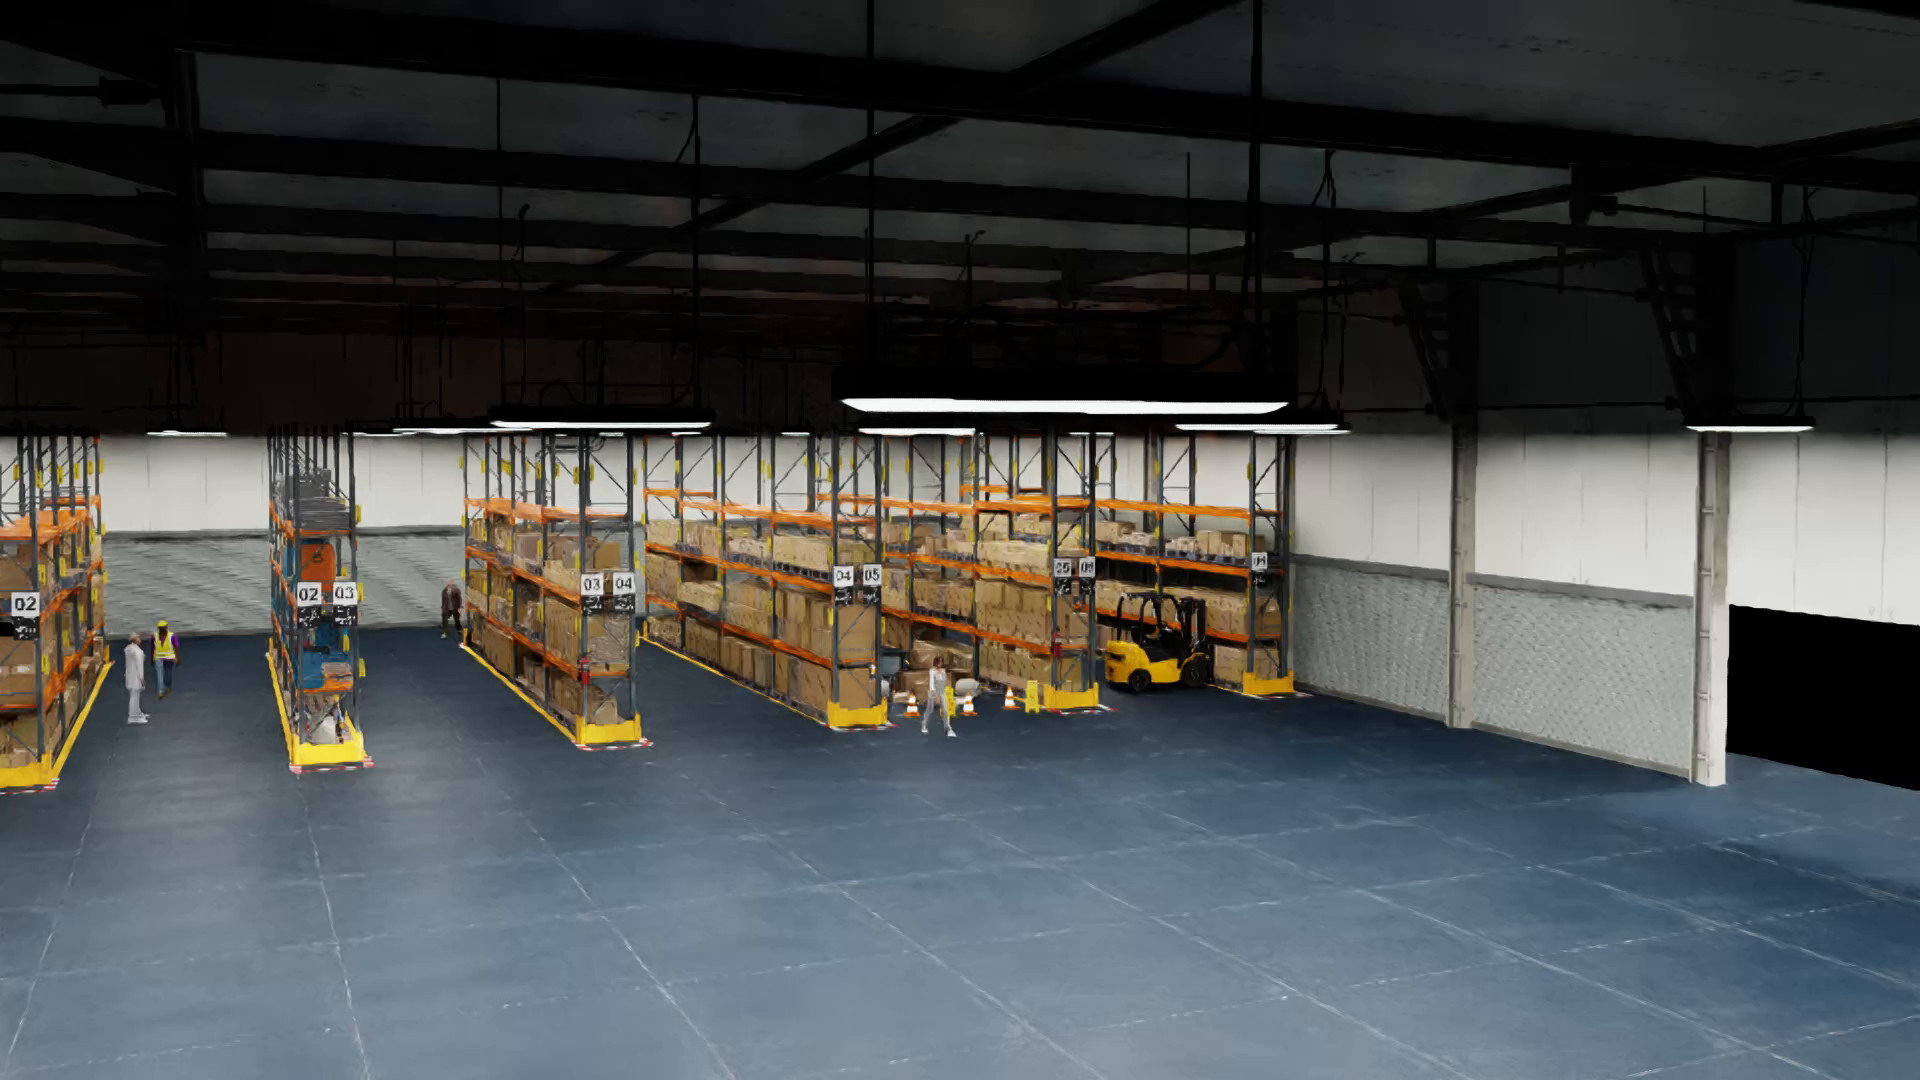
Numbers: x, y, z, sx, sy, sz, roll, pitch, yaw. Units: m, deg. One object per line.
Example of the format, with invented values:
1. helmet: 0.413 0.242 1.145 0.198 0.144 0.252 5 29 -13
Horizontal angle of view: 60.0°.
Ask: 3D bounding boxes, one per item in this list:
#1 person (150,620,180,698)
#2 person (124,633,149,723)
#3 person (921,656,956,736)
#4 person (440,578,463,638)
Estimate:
1. person: -17.609 2.617 36.834 0.589 1.716 1.043 -2 4 -25
2. person: -16.576 2.765 33.529 0.653 1.787 0.522 3 5 42
3. person: -0.449 2.989 31.956 0.412 1.533 0.955 -2 4 -32
4. person: -14.604 1.948 47.785 0.634 1.722 1.045 0 3 -4
